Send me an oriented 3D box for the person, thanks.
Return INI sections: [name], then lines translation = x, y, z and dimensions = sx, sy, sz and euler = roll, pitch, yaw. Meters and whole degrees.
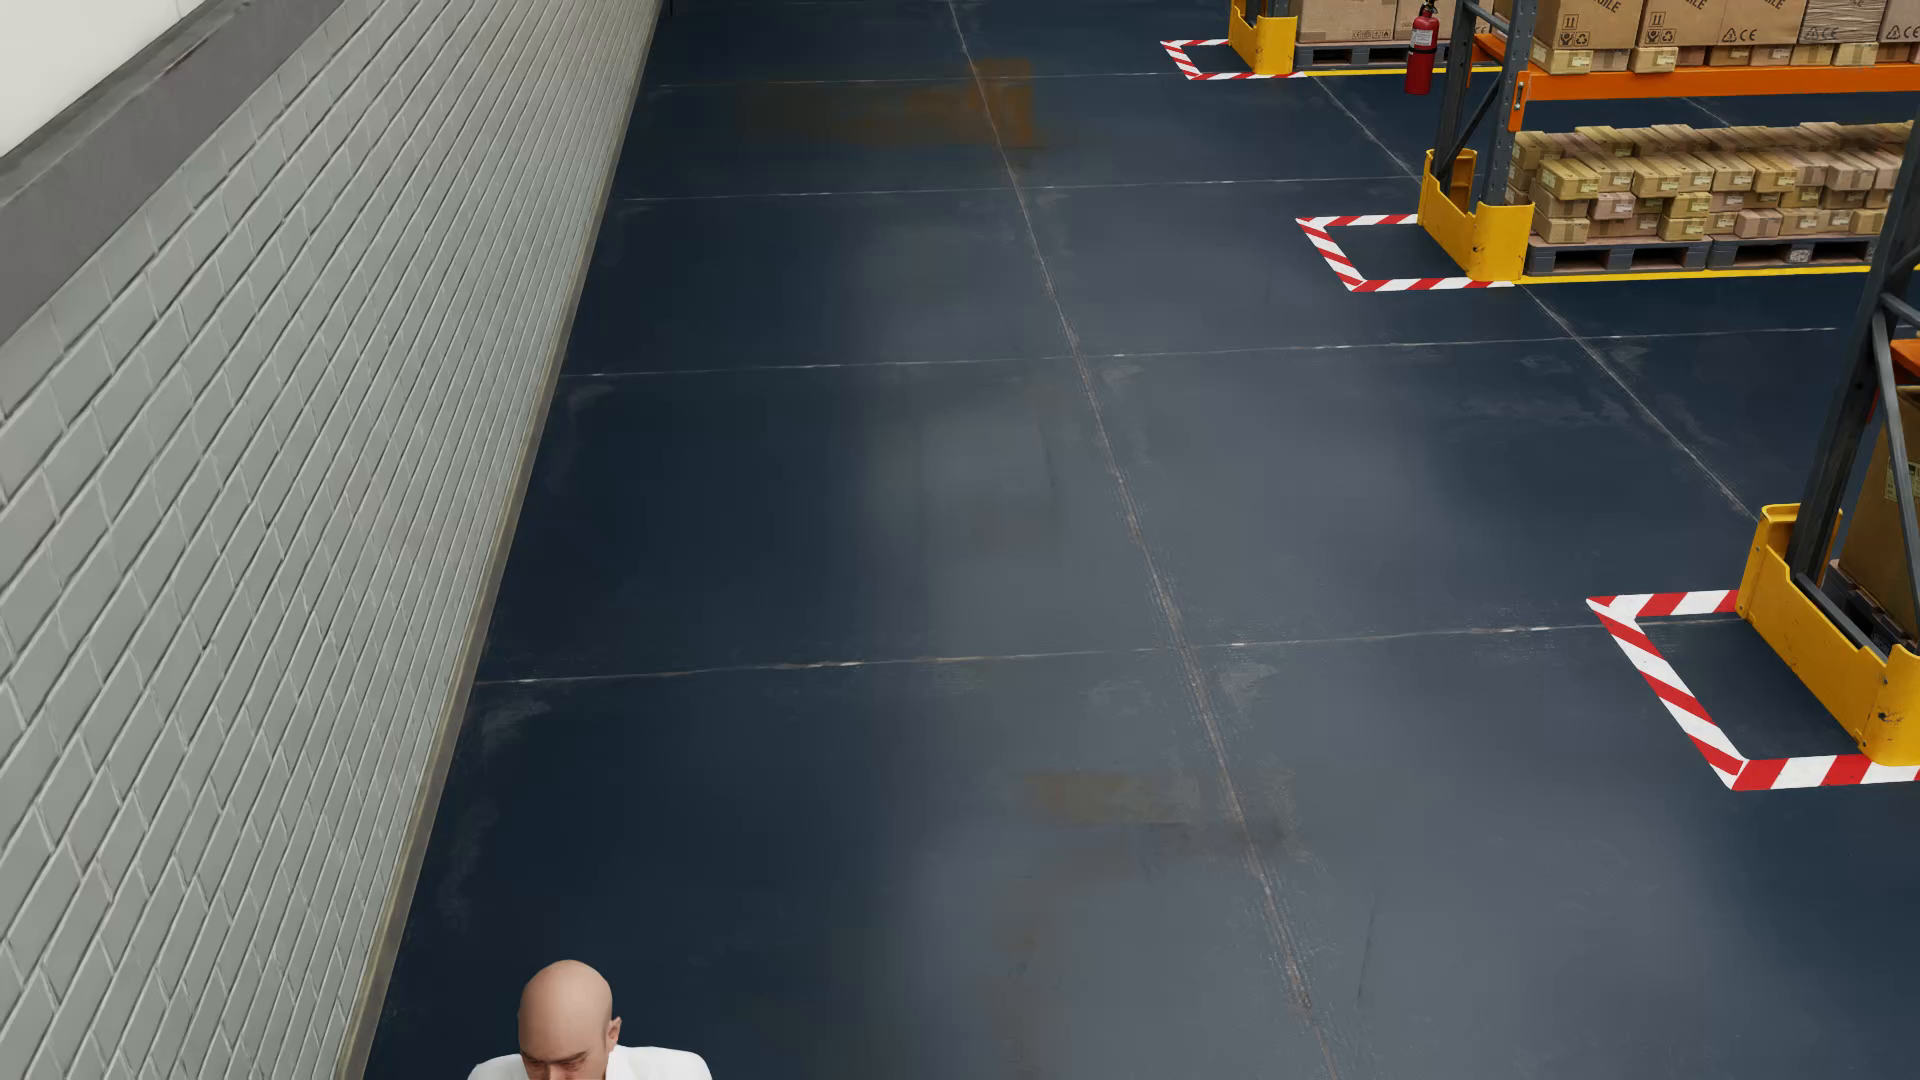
[person]
translation = -0.729, 1.601, 3.441
dimensions = 0.568, 1.783, 0.381
euler = -3, 31, -5
